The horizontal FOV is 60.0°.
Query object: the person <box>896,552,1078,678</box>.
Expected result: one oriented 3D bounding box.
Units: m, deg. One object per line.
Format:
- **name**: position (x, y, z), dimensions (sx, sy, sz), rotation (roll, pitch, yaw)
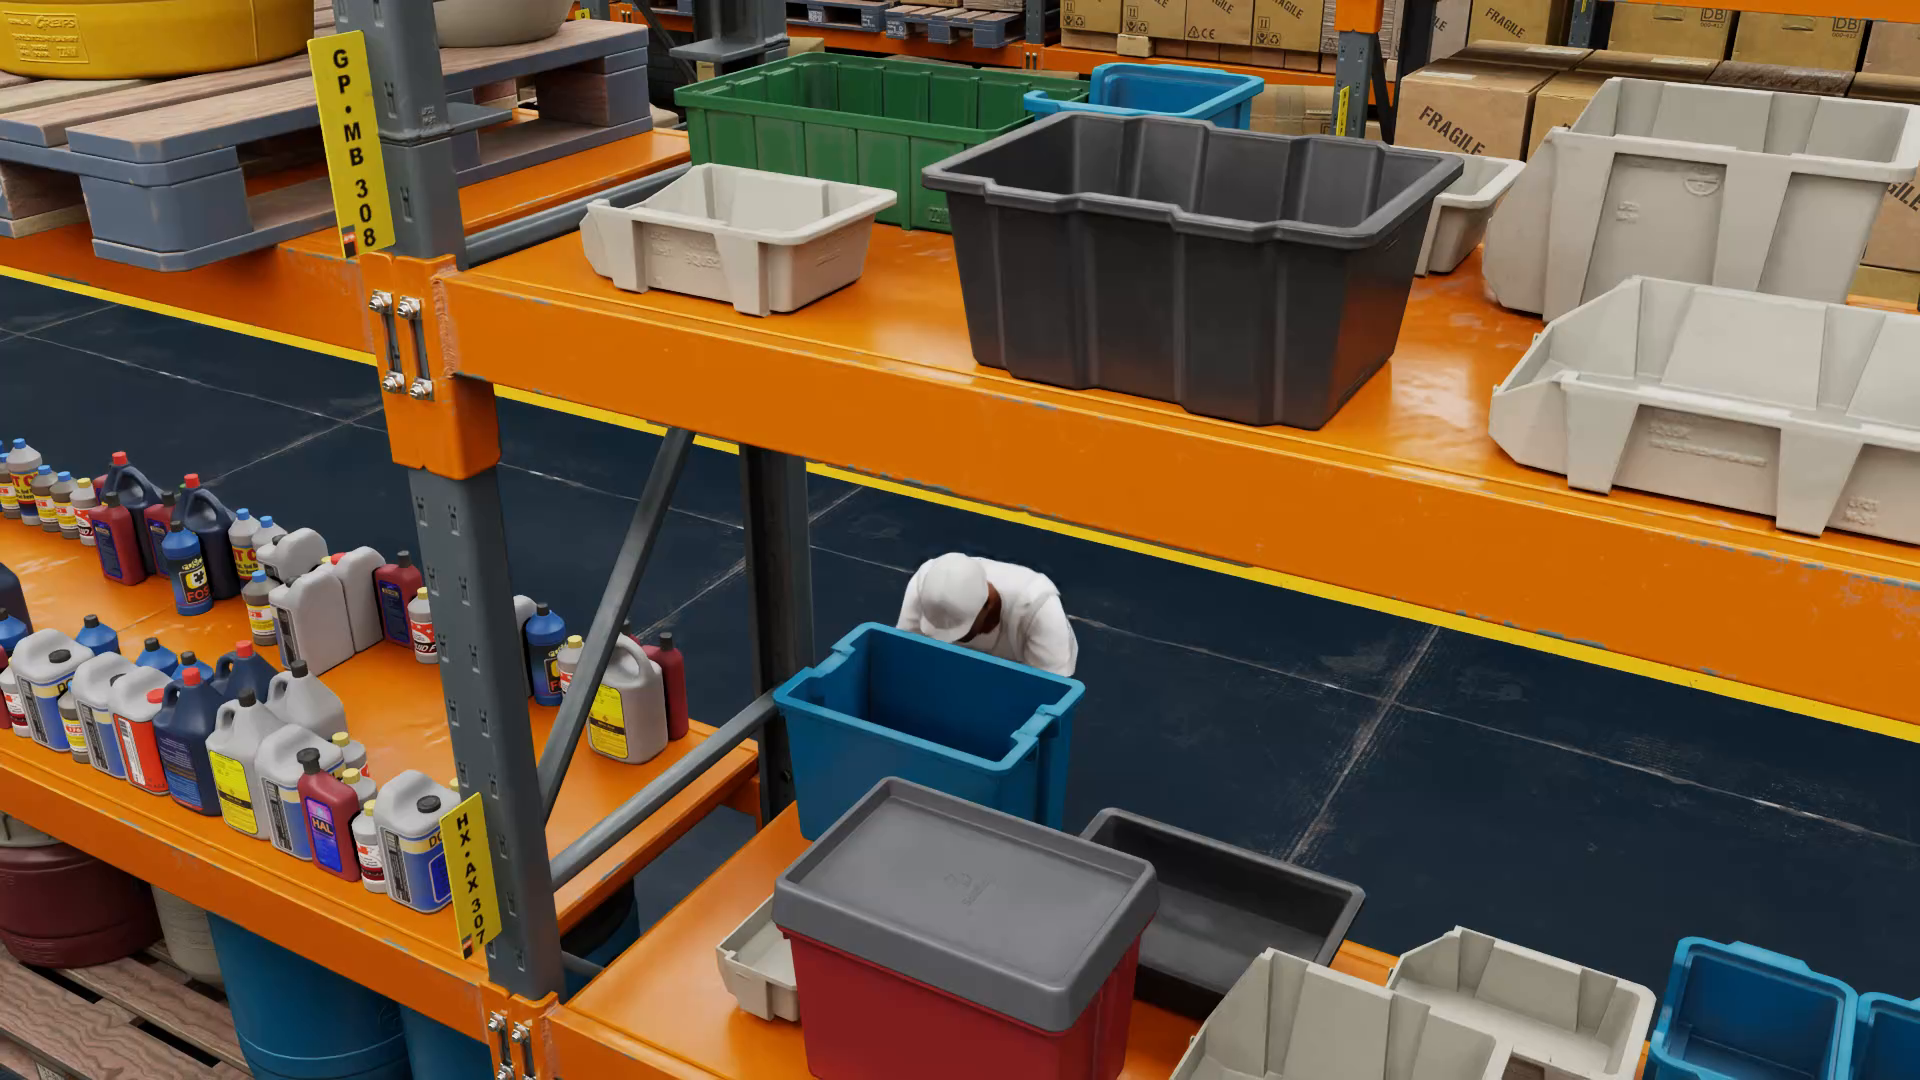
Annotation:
- **person**: position (0.115, 0.527, 5.540), dimensions (0.629, 1.310, 0.805), rotation (14, 30, 26)
